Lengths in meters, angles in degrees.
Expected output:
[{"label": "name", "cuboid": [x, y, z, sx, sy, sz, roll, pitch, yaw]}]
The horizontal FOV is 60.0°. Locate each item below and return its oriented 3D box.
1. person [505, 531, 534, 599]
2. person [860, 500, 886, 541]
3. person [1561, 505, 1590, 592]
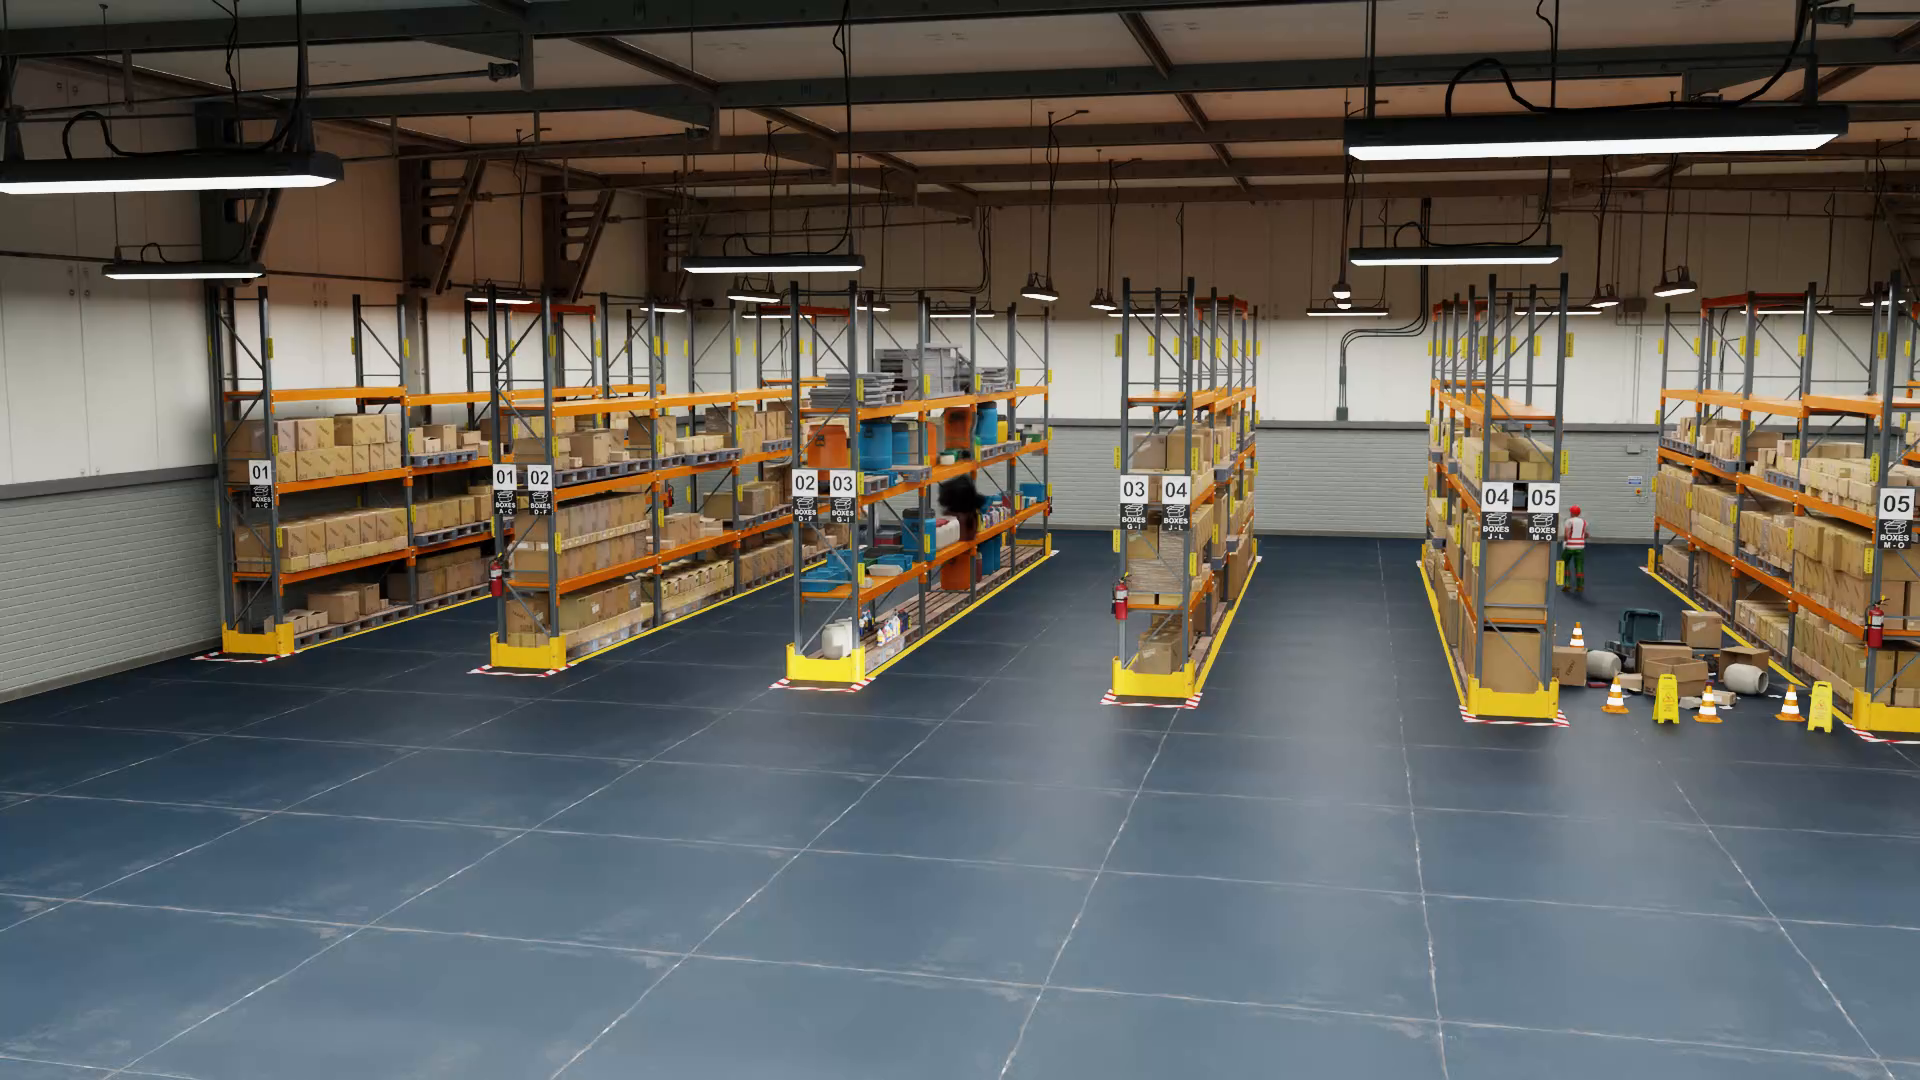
[{"label": "person", "cuboid": [-8.319, 0.598, 31.386, 0.599, 1.628, 0.531, 1, 7, 8]}, {"label": "person", "cuboid": [-2.282, -0.725, 42.520, 0.583, 1.723, 0.838, 4, 8, 29]}, {"label": "person", "cuboid": [12.597, 0.209, 34.068, 0.588, 1.831, 0.835, 1, 7, 5]}]
